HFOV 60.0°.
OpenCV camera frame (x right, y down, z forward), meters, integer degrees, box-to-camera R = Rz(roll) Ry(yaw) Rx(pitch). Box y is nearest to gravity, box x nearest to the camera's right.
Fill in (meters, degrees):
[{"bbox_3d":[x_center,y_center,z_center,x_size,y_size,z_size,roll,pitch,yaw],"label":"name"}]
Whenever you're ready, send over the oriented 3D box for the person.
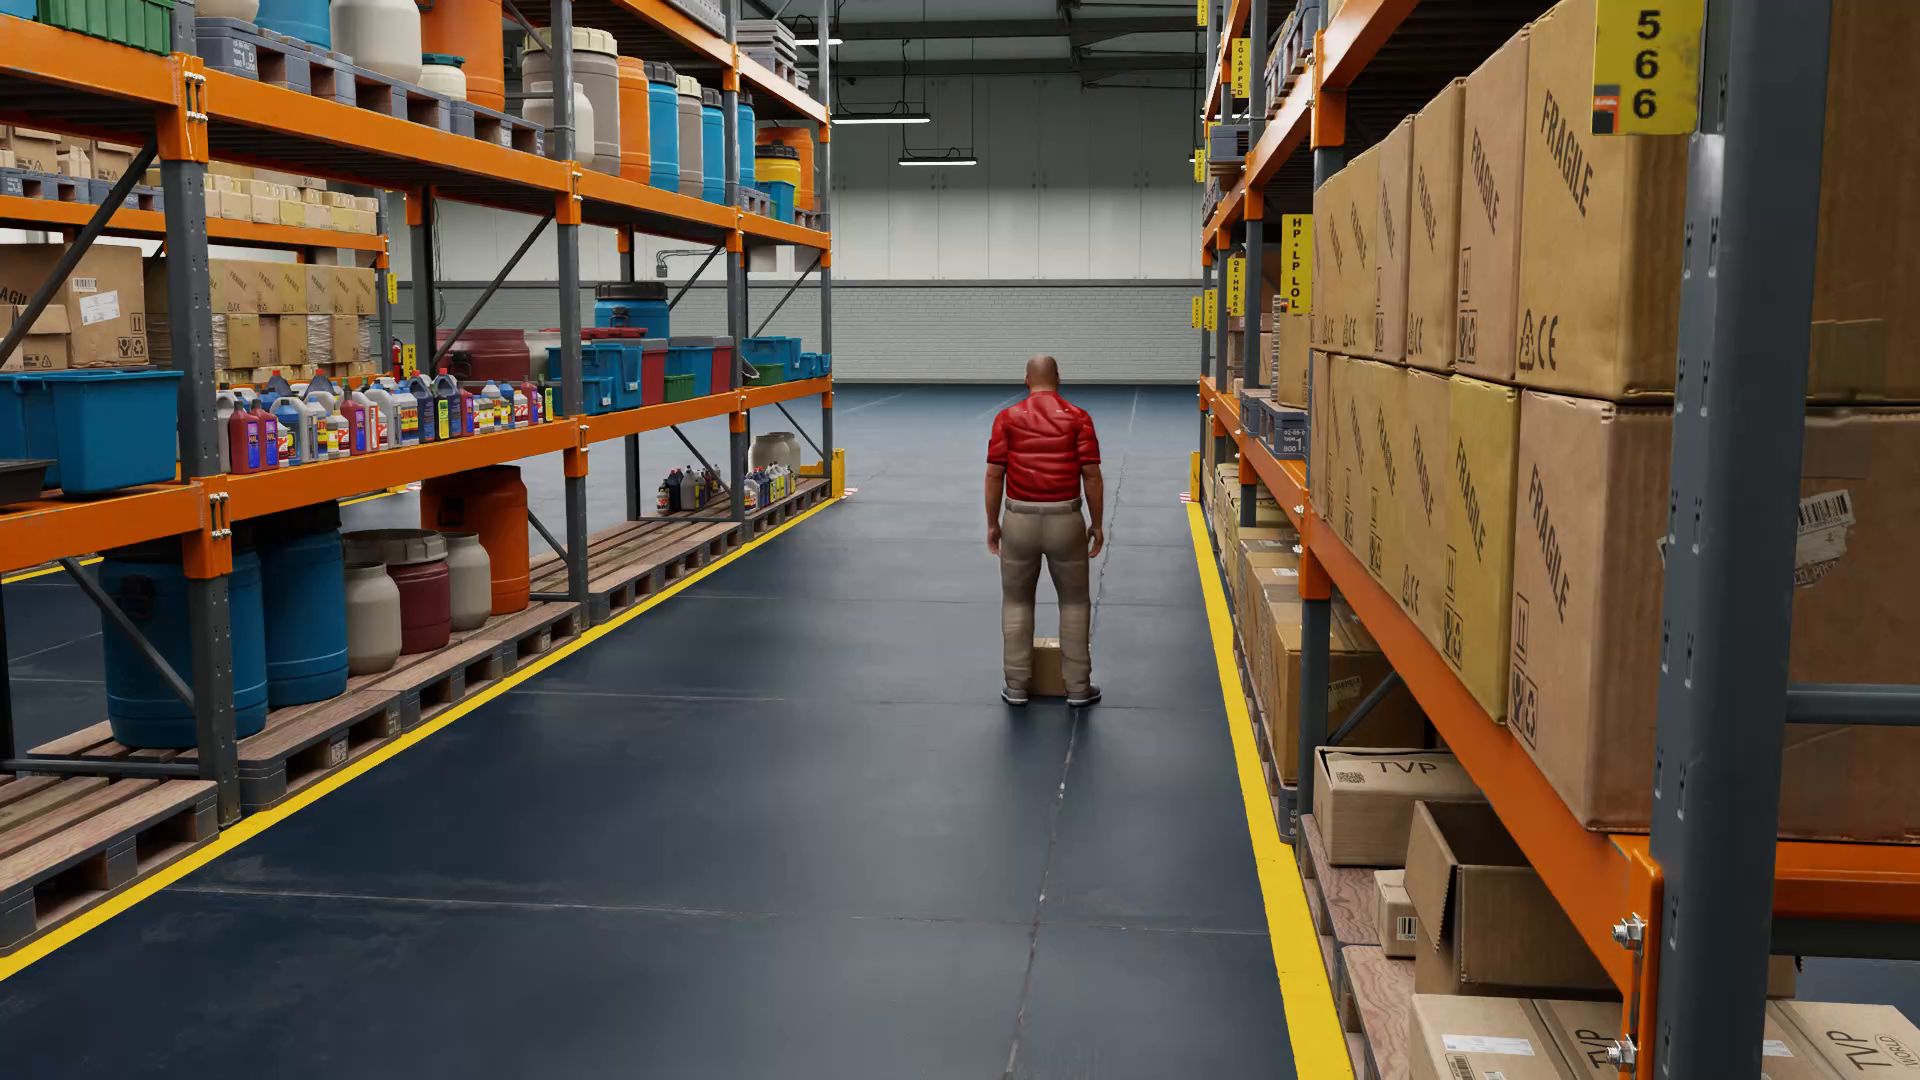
[{"bbox_3d":[0.418,-0.050,8.217,0.586,1.727,0.393,1,8,7],"label":"person"}]
